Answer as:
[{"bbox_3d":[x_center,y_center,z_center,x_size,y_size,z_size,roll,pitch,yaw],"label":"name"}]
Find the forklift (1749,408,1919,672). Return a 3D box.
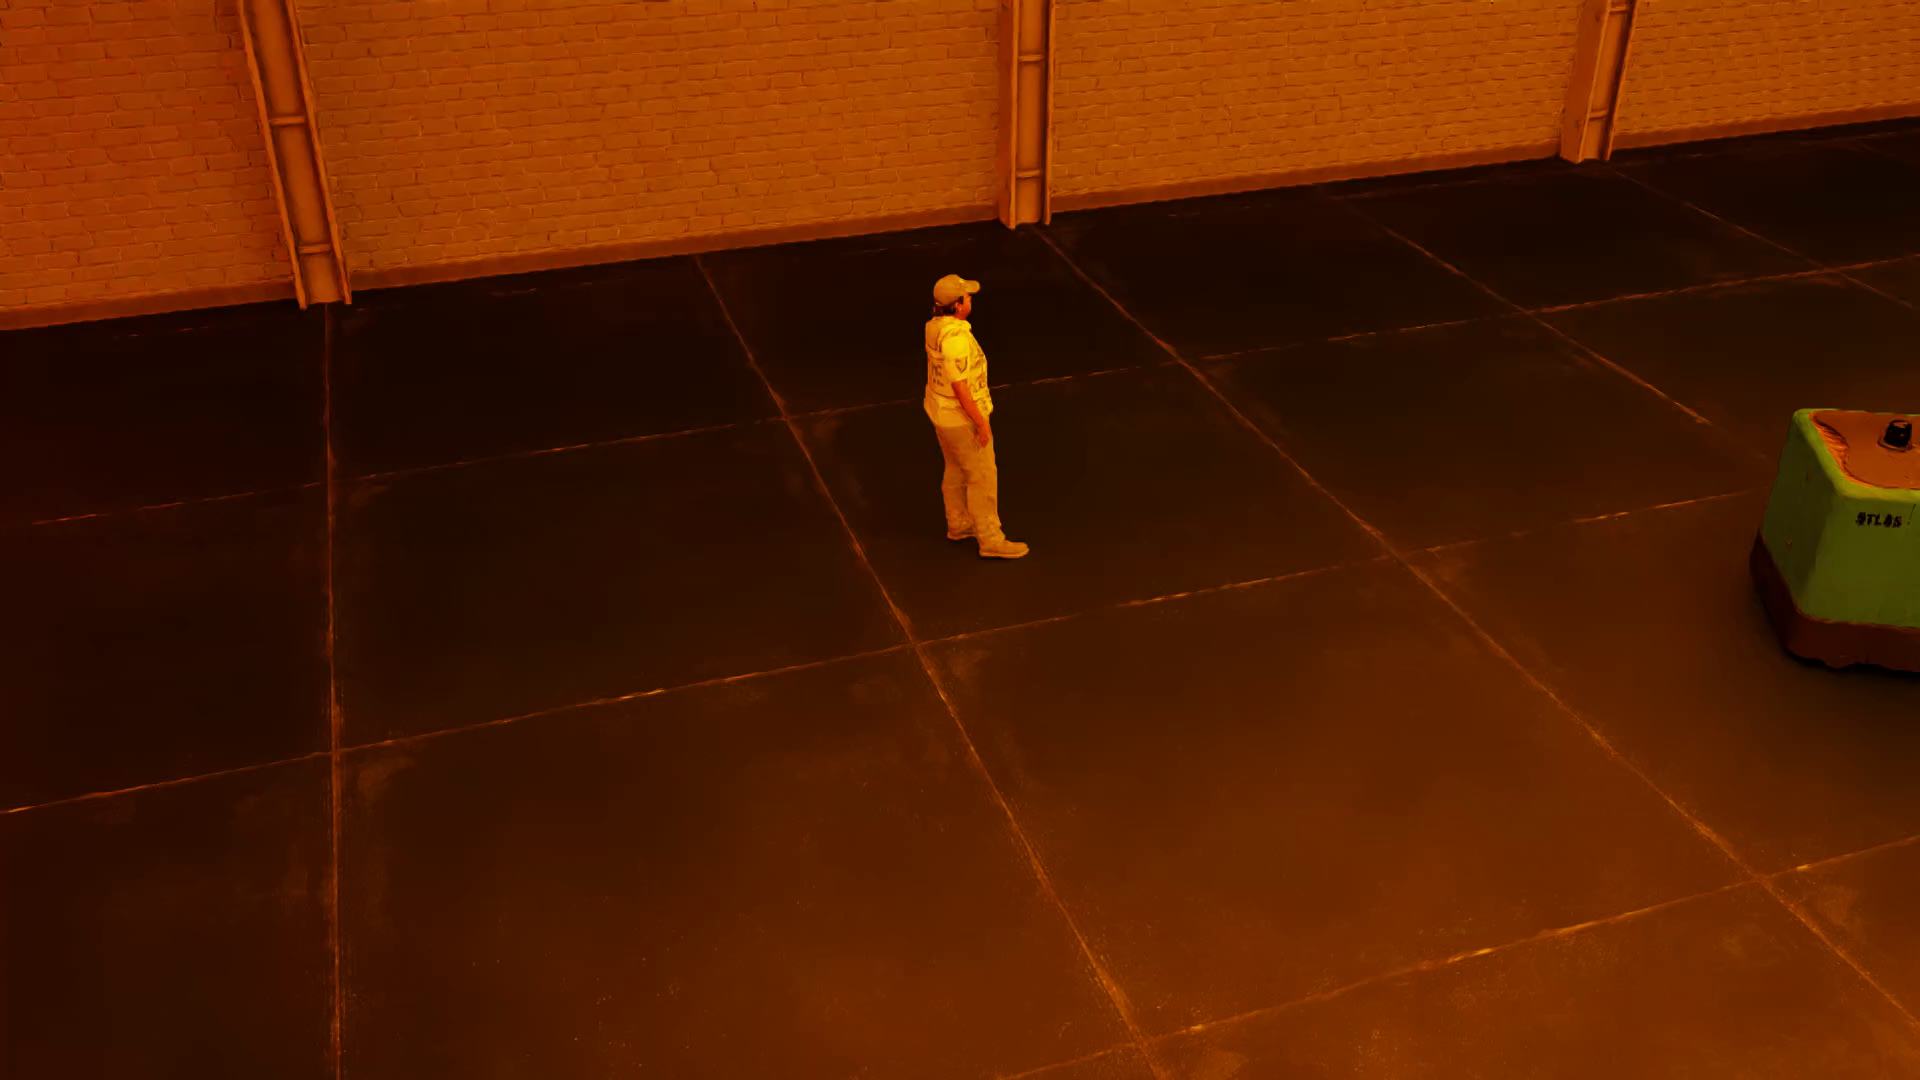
[{"bbox_3d":[5.977,-0.714,8.328,3.031,2.935,1.130,5,30,9],"label":"forklift"}]

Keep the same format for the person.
[{"bbox_3d":[0.080,-0.730,9.609,0.529,1.669,0.598,-10,31,-16],"label":"person"}]
